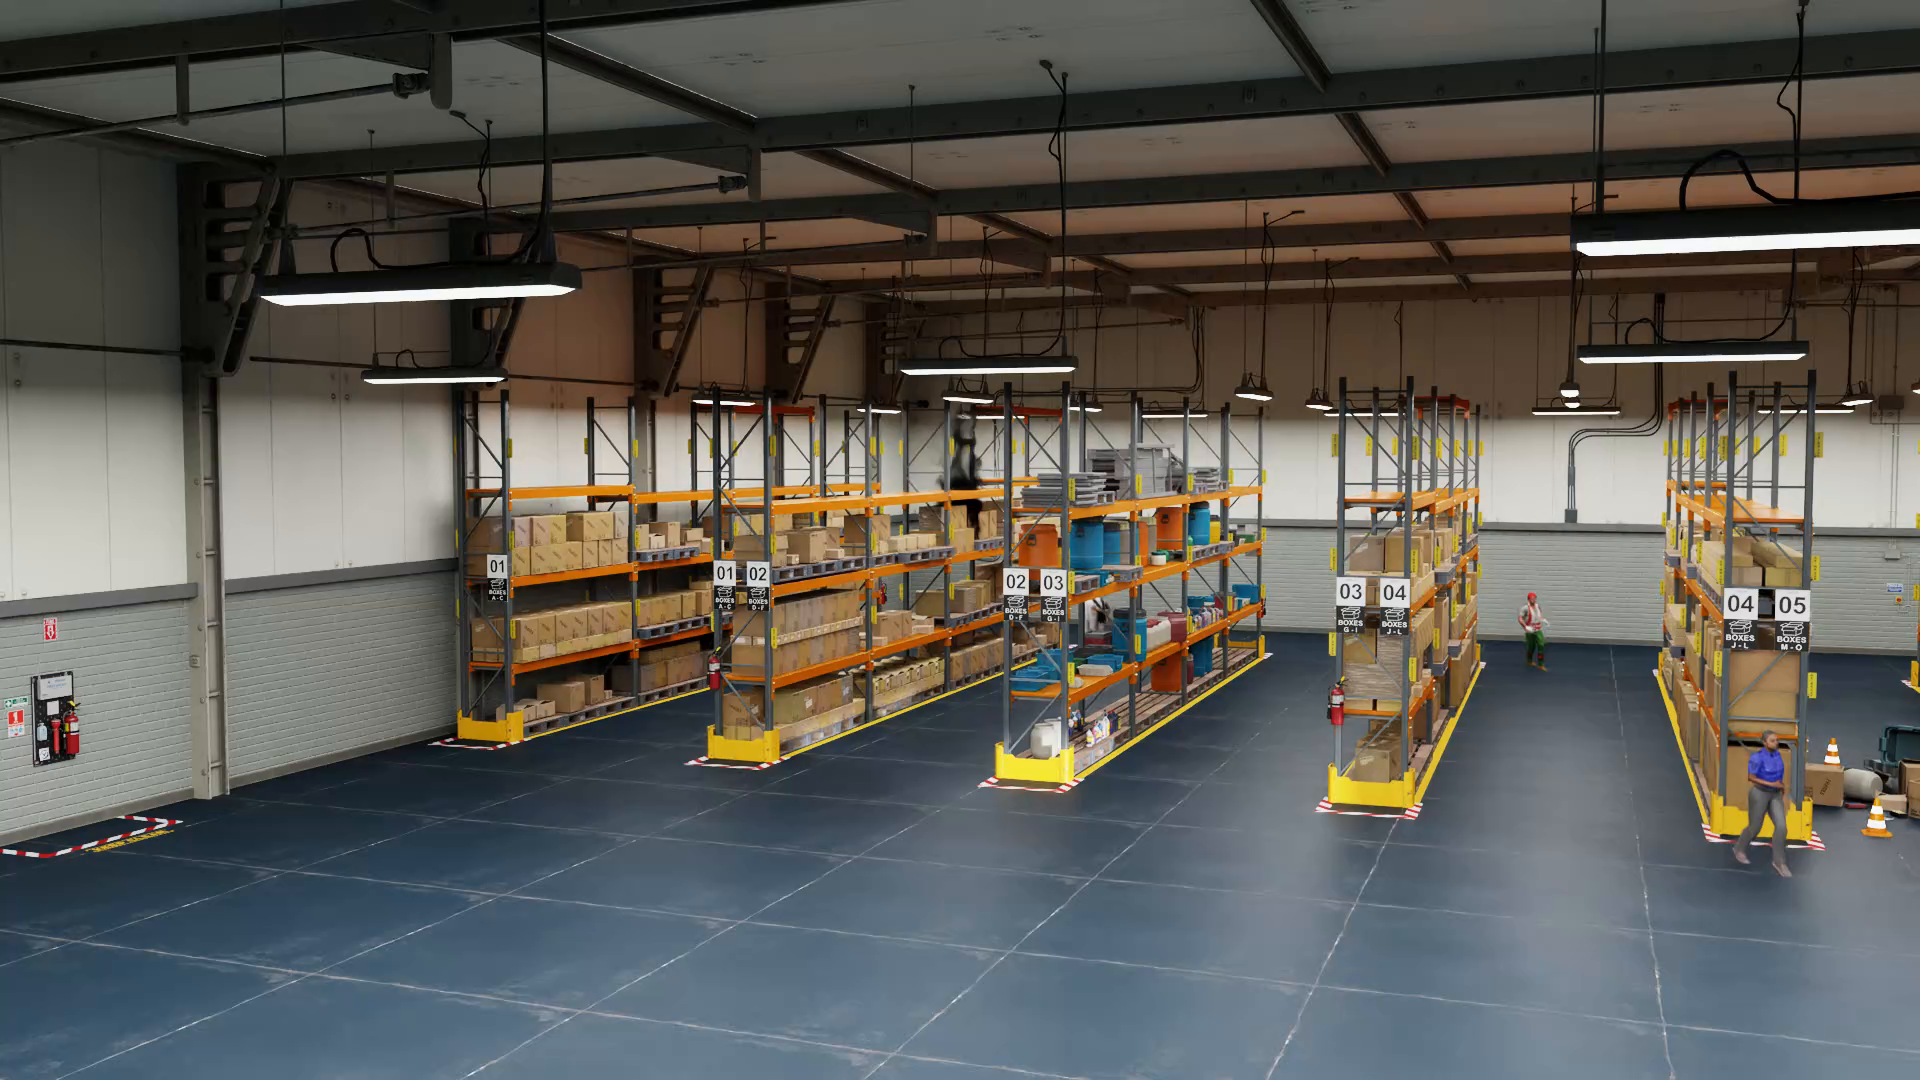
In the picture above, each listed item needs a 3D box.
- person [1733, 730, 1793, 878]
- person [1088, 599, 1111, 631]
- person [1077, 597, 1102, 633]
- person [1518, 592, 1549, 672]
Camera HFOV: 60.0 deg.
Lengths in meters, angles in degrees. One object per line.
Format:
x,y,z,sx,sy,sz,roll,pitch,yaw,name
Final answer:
9.533,3.095,19.706,0.593,1.717,0.770,-1,3,-16,person
3.202,1.960,39.011,0.655,1.624,0.970,1,3,10,person
2.927,1.851,37.691,0.589,1.754,0.730,0,3,5,person
12.933,2.063,37.621,0.754,1.780,0.891,0,3,-7,person
